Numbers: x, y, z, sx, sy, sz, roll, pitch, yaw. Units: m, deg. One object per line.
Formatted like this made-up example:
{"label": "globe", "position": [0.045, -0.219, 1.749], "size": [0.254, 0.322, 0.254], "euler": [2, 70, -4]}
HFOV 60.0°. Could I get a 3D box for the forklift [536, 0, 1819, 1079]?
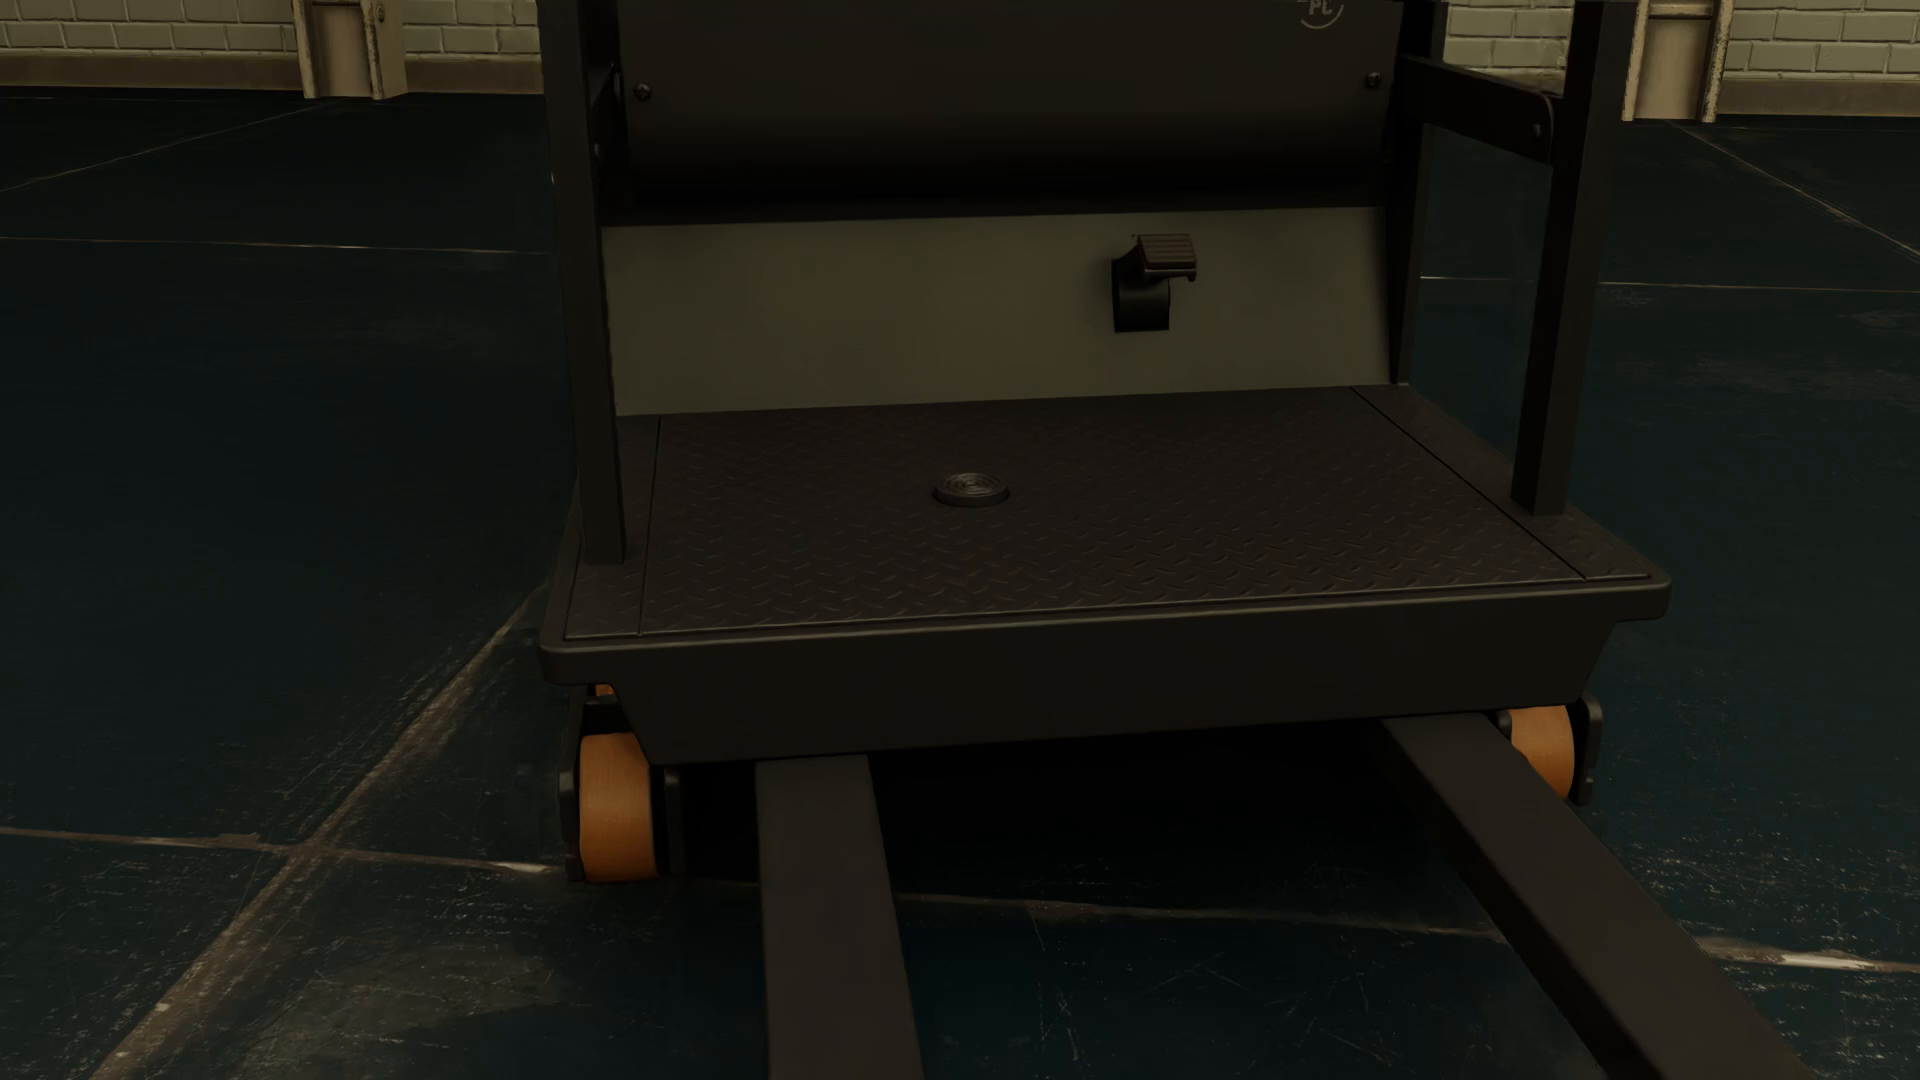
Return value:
{"label": "forklift", "position": [0.097, -1.133, 1.567], "size": [1.130, 2.935, 3.031], "euler": [-3, 22, -7]}
